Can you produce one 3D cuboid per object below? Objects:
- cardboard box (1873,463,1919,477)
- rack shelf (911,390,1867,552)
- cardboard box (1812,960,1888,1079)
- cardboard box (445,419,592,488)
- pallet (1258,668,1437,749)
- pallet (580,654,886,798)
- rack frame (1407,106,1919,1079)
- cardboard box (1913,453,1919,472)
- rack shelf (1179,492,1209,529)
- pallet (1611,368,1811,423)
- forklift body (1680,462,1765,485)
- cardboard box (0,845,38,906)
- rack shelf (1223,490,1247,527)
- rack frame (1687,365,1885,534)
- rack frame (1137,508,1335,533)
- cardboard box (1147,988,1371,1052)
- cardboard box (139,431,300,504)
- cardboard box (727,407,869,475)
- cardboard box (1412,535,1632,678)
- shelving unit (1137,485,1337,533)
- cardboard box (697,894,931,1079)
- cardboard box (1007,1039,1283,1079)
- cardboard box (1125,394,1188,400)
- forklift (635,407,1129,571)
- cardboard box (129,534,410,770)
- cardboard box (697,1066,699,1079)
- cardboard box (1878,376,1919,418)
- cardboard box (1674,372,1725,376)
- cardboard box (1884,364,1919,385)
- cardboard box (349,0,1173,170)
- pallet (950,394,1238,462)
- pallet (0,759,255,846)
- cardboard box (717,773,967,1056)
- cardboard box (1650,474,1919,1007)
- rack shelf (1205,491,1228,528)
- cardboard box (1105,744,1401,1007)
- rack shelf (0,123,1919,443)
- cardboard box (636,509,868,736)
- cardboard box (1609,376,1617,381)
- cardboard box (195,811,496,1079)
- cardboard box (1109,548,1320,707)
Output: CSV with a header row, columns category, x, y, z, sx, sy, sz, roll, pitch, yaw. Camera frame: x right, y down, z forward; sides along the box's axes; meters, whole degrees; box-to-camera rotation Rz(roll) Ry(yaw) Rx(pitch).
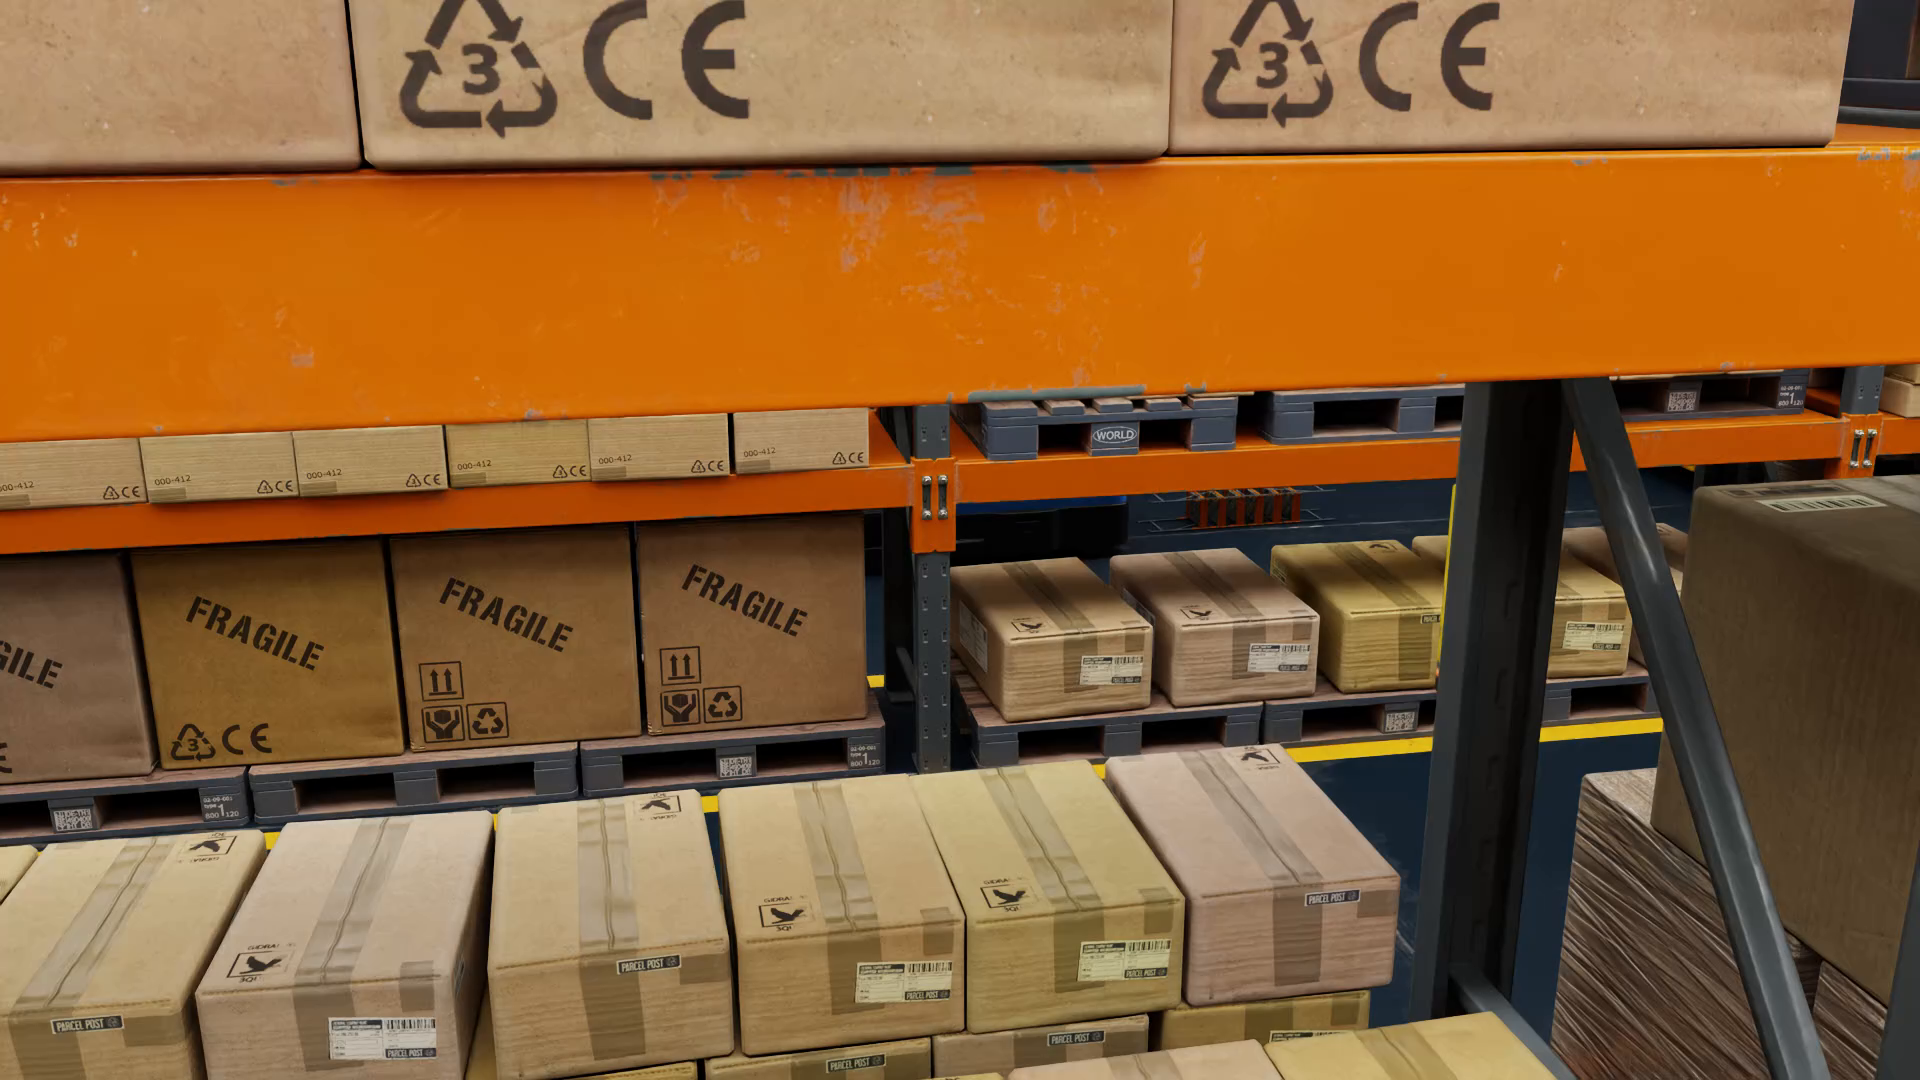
category,x,y,z,sx,sy,sz,roll,pitch,yaw
cardboard box,4.364,-0.043,7.534,0.500,0.500,0.500,-2,17,-8
rack shelf,1.770,-0.388,7.191,4.000,0.370,1.077,-3,17,-10
cardboard box,1.337,0.806,1.909,0.500,0.500,0.500,-3,17,-10
cardboard box,-1.637,-0.389,6.226,0.500,0.250,0.500,-3,17,-11
pallet,1.769,0.603,7.491,1.213,0.211,1.003,-3,17,-10
pallet,-0.982,0.735,7.060,1.213,0.211,1.003,-3,17,-10
rack frame,0.845,0.802,2.092,0.053,2.616,0.949,-3,17,-10
cardboard box,4.499,-0.343,7.405,0.250,0.149,0.380,-3,17,-10
rack shelf,1.416,-0.188,10.095,0.103,0.180,0.258,-4,18,-13
pallet,2.956,-0.751,7.474,1.213,0.211,1.003,-3,17,-10
forklift body,5.200,-1.459,10.900,1.214,2.155,2.313,-3,17,-10
cardboard box,-1.181,0.492,1.800,0.250,0.149,0.380,-3,17,-11
rack shelf,1.650,-0.205,10.148,0.103,0.180,0.258,-4,18,-13
rack frame,3.734,-0.843,7.448,0.127,3.000,1.000,-3,17,-10
rack frame,1.693,-0.120,10.185,1.200,0.006,0.240,-4,18,-13
cardboard box,0.332,0.547,2.128,0.250,0.149,0.380,-2,17,-8
cardboard box,-2.625,-0.328,6.025,0.500,0.250,0.500,-3,17,-11
cardboard box,-0.641,-0.446,6.409,0.500,0.250,0.500,-4,17,-12
cardboard box,2.514,0.283,7.541,0.625,0.372,0.950,-2,17,-7
shelving unit,1.693,-0.208,10.158,1.200,0.189,0.258,-4,18,-13
cardboard box,-0.195,0.579,2.025,0.250,0.149,0.380,-4,17,-12
cardboard box,0.204,0.609,1.421,0.250,0.149,0.380,-3,17,-11
cardboard box,0.722,-0.674,6.609,0.250,0.149,0.380,-4,18,-14
forklift,-0.607,-1.361,9.250,3.031,2.935,1.130,-4,17,-12
cardboard box,-2.642,0.307,6.606,0.875,0.875,0.875,-3,17,-9
cardboard box,-0.426,0.733,2.030,0.250,0.149,0.380,-2,17,-8
cardboard box,4.104,-0.648,7.241,0.250,0.149,0.380,-3,17,-11
cardboard box,3.019,-0.806,7.040,0.250,0.149,0.380,-4,17,-12
cardboard box,4.219,-0.977,7.208,0.500,0.500,0.500,-3,17,-11
cardboard box,-0.156,-0.544,1.195,0.500,0.500,0.500,-3,17,-10
pallet,0.486,-0.599,6.980,1.003,0.211,1.213,-3,17,-10
pallet,-3.378,0.871,6.618,1.213,0.211,1.003,-3,17,-10
cardboard box,-0.151,0.434,1.990,0.250,0.149,0.380,-3,17,-11
cardboard box,1.288,0.253,2.006,0.500,0.500,0.700,-3,17,-11
rack shelf,1.533,-0.196,10.121,0.103,0.180,0.258,-4,18,-13
cardboard box,0.350,0.406,2.080,0.250,0.149,0.380,-3,17,-10
rack shelf,-1.119,-0.178,1.398,4.000,0.370,1.077,-3,17,-10
cardboard box,-0.887,0.209,6.926,0.875,0.875,0.875,-3,17,-11
cardboard box,2.523,-0.766,6.910,0.250,0.149,0.380,-3,17,-10
cardboard box,-0.676,0.464,1.891,0.250,0.149,0.380,-2,17,-8
cardboard box,1.086,0.363,7.281,0.625,0.372,0.950,-4,17,-12
